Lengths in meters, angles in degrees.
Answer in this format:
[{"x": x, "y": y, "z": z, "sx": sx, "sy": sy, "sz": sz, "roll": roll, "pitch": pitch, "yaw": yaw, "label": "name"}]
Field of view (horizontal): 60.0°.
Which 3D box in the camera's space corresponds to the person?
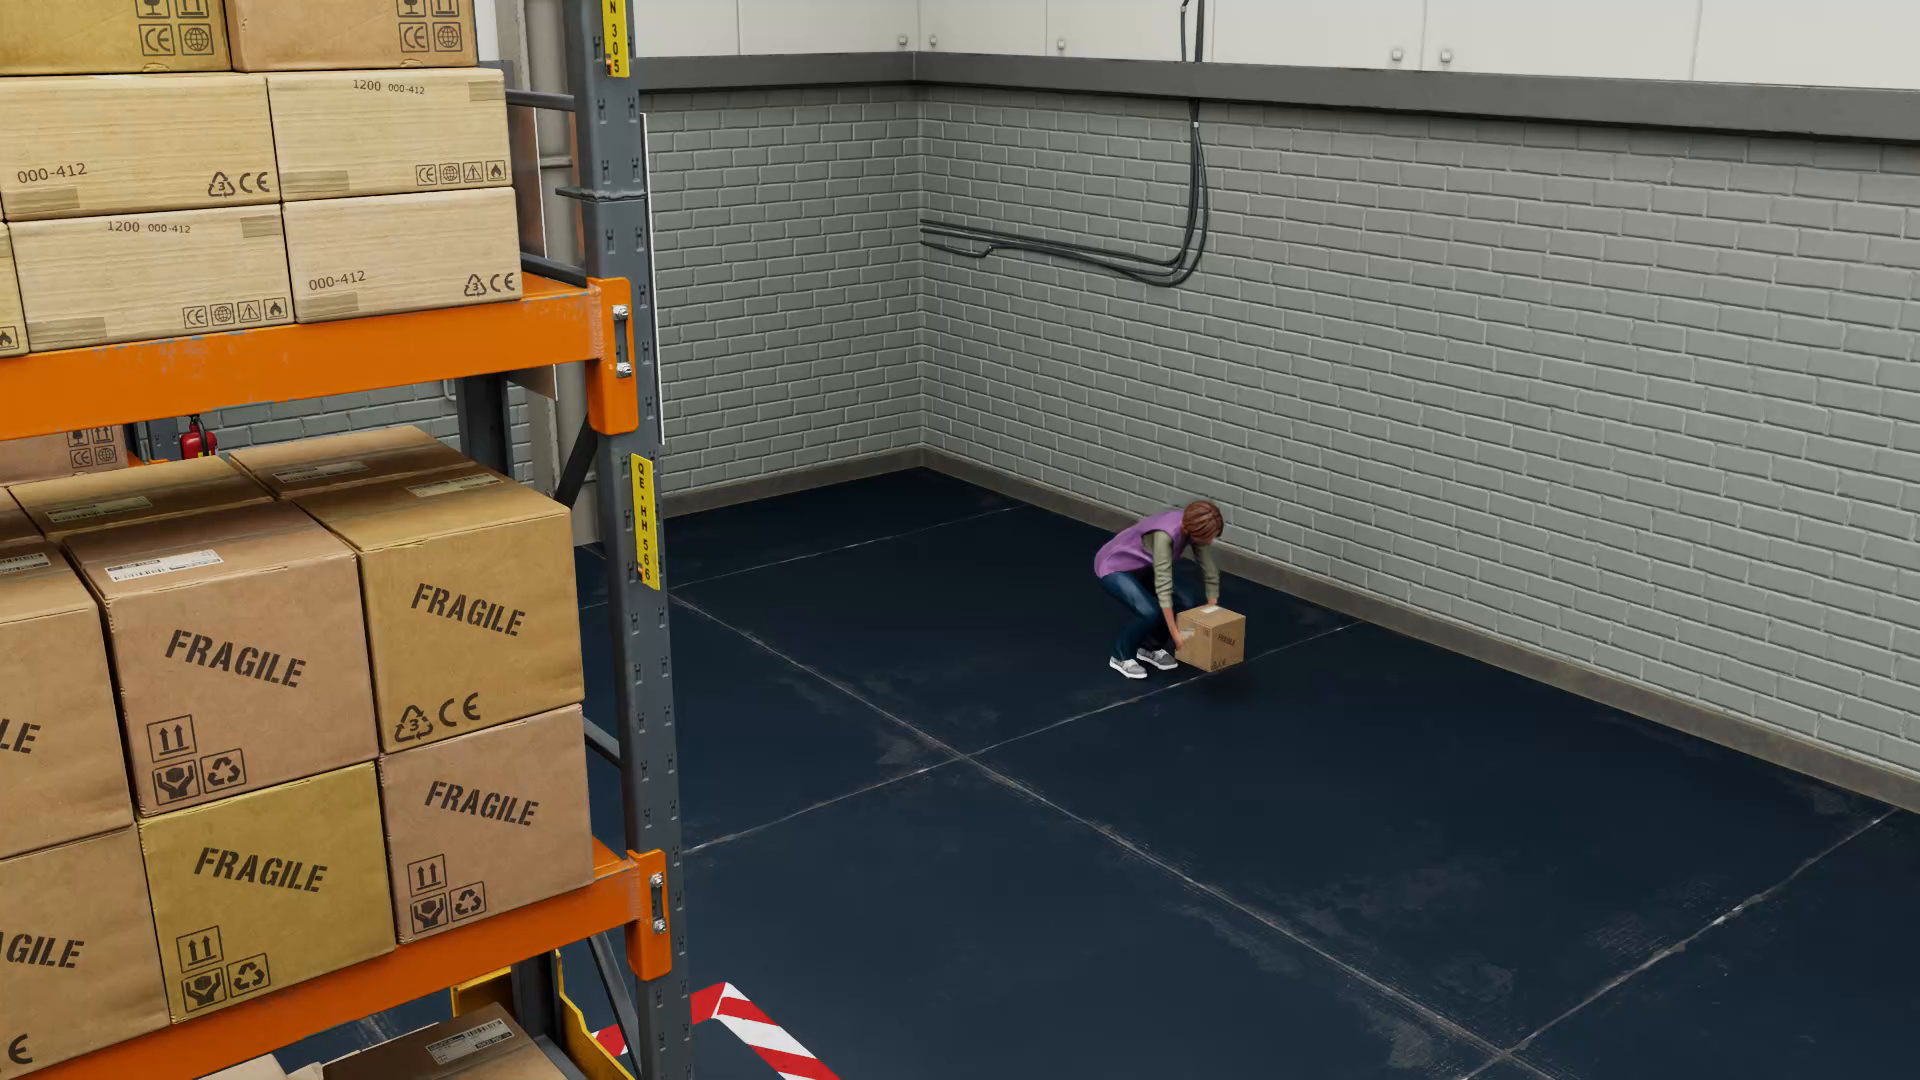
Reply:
[{"x": 1.060, "y": 0.235, "z": 8.815, "sx": 0.455, "sy": 1.002, "sz": 0.762, "roll": -14, "pitch": 23, "yaw": -36, "label": "person"}]
